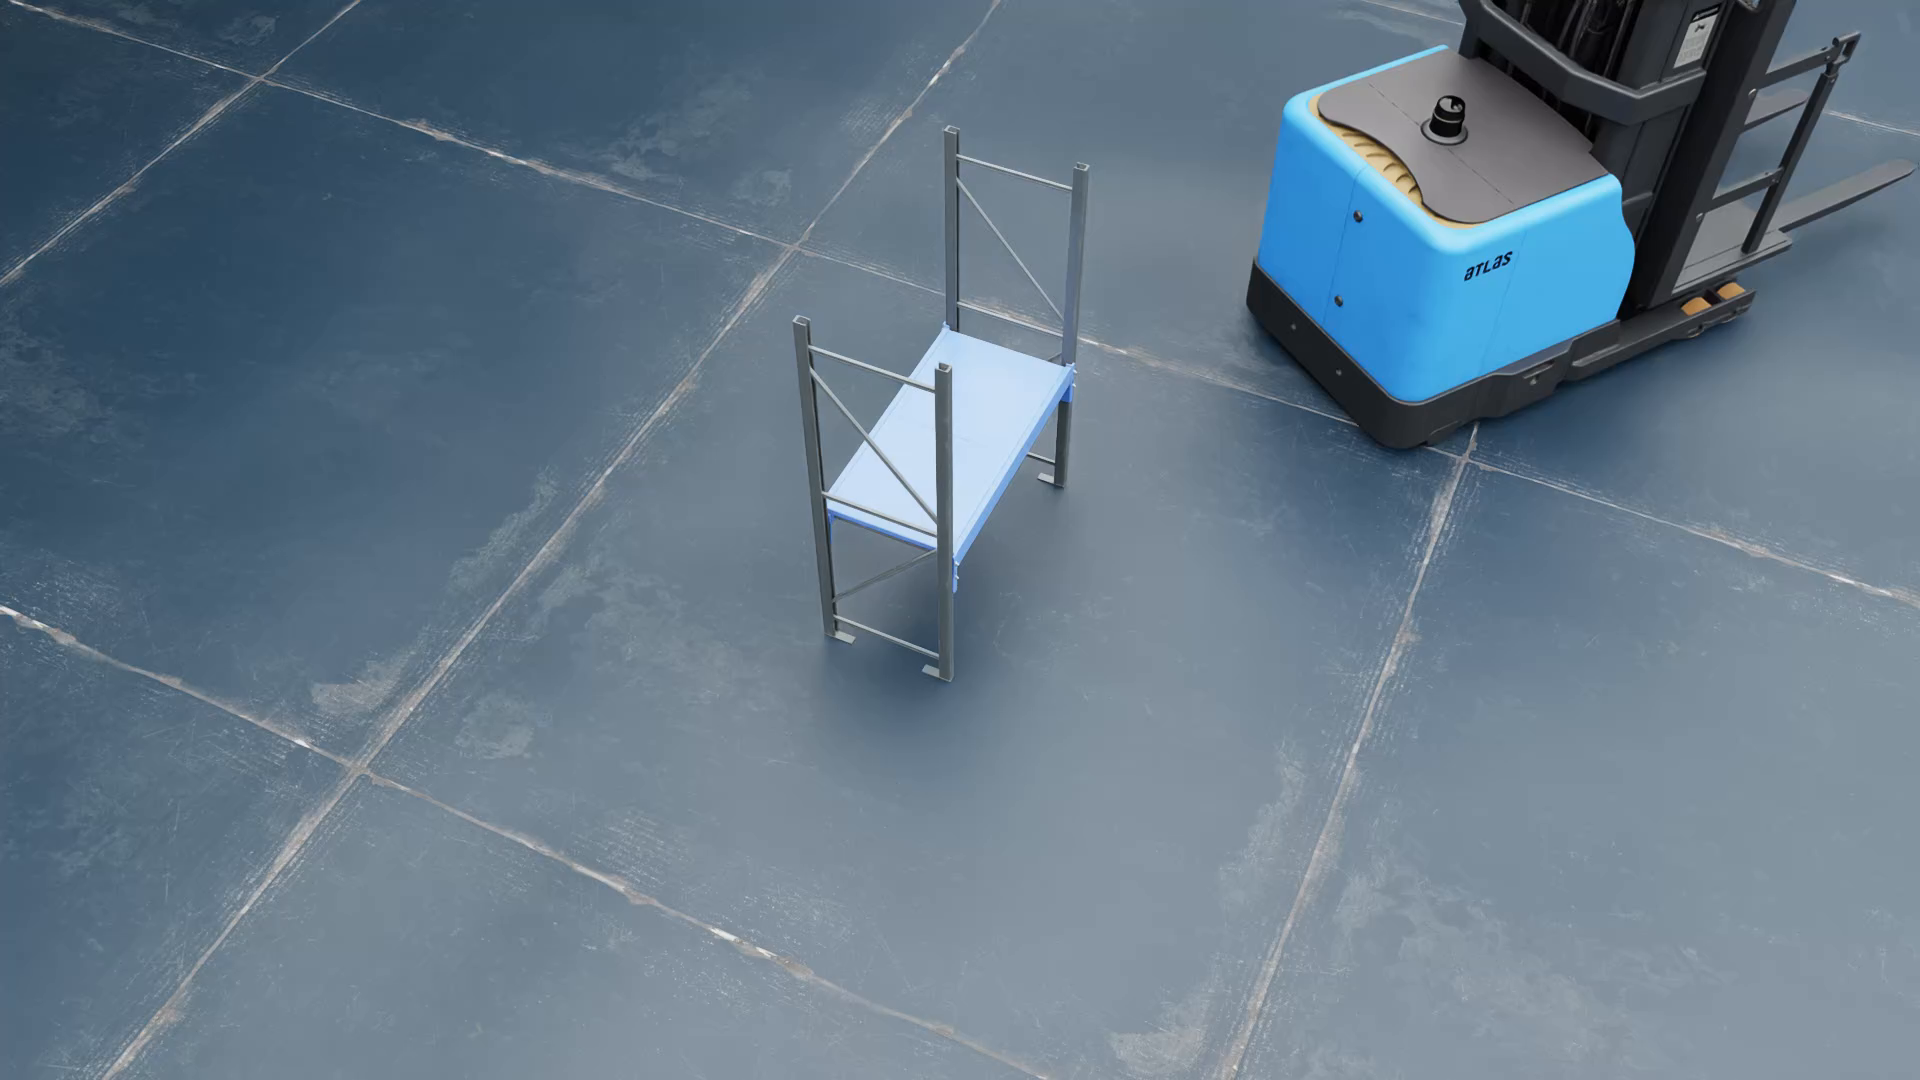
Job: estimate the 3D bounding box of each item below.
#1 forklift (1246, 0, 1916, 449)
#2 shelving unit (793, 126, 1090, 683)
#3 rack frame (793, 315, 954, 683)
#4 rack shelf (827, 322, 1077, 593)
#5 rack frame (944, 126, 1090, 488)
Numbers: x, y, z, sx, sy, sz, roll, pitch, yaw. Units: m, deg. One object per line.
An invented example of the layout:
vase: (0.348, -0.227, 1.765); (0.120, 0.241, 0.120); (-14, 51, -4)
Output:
forklift: (2.748, -2.131, 6.139); (3.031, 2.935, 1.130); (-23, 53, -18)
shelving unit: (-0.036, -0.427, 5.629); (0.538, 1.500, 1.048); (20, 52, 16)
rack frame: (-0.254, -0.077, 5.331); (0.500, 1.500, 0.032); (20, 52, 16)
rack shelf: (-0.036, -0.311, 5.766); (0.538, 0.185, 1.000); (20, 52, 16)
rack frame: (0.181, -0.777, 5.927); (0.500, 1.500, 0.032); (20, 52, 16)
